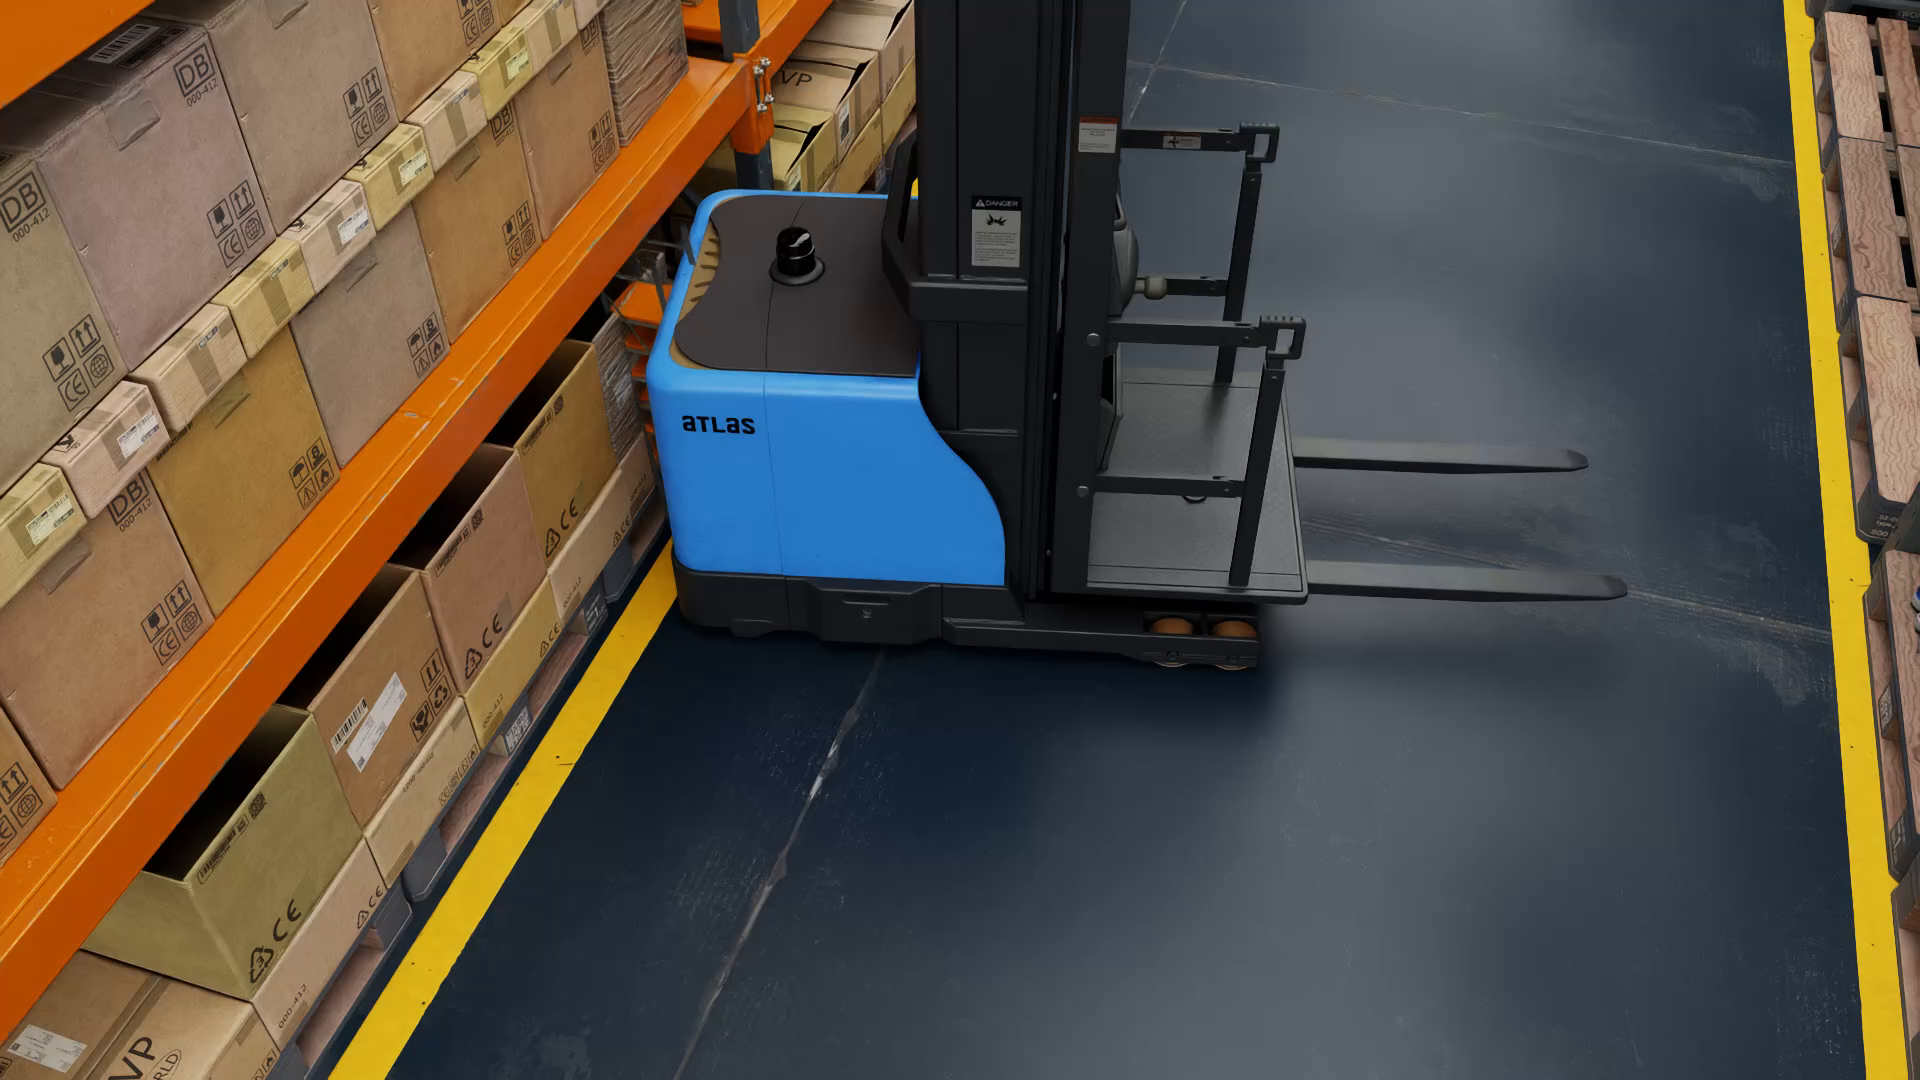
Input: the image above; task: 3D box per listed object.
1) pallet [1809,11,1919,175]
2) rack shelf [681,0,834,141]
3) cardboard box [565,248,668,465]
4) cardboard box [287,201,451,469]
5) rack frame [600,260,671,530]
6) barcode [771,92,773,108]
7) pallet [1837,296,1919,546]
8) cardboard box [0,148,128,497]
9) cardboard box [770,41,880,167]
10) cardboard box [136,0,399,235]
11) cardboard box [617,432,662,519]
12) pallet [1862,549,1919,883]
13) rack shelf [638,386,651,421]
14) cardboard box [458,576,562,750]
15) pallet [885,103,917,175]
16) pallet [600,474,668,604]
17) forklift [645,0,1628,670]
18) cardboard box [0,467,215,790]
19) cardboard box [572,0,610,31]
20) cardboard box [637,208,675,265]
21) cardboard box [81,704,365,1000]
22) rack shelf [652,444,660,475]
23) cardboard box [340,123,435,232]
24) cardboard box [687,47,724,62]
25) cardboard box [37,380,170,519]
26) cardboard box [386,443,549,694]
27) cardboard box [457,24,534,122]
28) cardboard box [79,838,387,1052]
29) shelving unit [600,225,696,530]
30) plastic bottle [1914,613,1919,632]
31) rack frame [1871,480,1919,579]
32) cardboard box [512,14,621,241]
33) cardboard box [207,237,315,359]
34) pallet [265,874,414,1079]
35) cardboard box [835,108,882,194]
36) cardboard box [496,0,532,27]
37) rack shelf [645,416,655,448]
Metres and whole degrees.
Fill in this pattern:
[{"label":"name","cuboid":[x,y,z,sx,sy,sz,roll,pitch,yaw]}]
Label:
[{"label":"pallet","cuboid":[4.496,-1.992,7.635,1.003,0.211,1.213,13,46,13]},{"label":"rack shelf","cuboid":[-0.558,-2.959,7.143,1.077,0.370,4.000,13,46,13]},{"label":"cardboard box","cuboid":[-1.258,-0.632,5.381,0.500,0.500,0.500,13,46,13]},{"label":"cardboard box","cuboid":[-1.755,-0.593,4.140,0.700,0.500,0.500,14,46,14]},{"label":"rack frame","cuboid":[-0.950,-0.423,5.329,0.240,1.200,0.006,14,49,19]},{"label":"barcode","cuboid":[-0.689,-1.572,5.998,0.001,0.075,0.075,13,46,13]},{"label":"pallet","cuboid":[3.757,-0.366,5.973,1.003,0.211,1.213,13,46,13]},{"label":"cardboard box","cuboid":[-2.051,-0.411,3.027,0.700,0.500,0.500,11,46,11]},{"label":"cardboard box","cuboid":[-0.644,-1.806,6.715,0.500,0.311,0.500,12,46,12]},{"label":"cardboard box","cuboid":[-1.747,-1.081,3.711,0.700,0.500,0.500,13,46,13]},{"label":"cardboard box","cuboid":[-1.256,-0.363,5.642,0.500,0.250,0.500,13,46,13]},{"label":"pallet","cuboid":[3.313,0.604,4.981,1.003,0.211,1.213,13,46,13]},{"label":"rack shelf","cuboid":[-0.910,-0.454,5.417,0.258,0.103,0.180,14,49,19]},{"label":"cardboard box","cuboid":[-1.544,0.306,4.958,0.500,0.250,0.500,13,46,13]},{"label":"pallet","cuboid":[-0.610,-2.201,7.849,1.003,0.211,1.213,13,46,13]},{"label":"pallet","cuboid":[-1.444,-0.365,5.972,1.003,0.211,1.213,13,46,13]},{"label":"forklift","cuboid":[0.623,-1.018,4.695,3.031,2.935,1.130,3,44,3]},{"label":"cardboard box","cuboid":[-2.067,0.088,3.444,0.700,0.500,0.500,14,46,14]},{"label":"cardboard box","cuboid":[-1.195,-1.584,4.689,0.380,0.149,0.250,11,46,11]},{"label":"cardboard box","cuboid":[-1.314,-1.388,6.689,0.500,0.250,0.500,12,46,12]},{"label":"cardboard box","cuboid":[-1.851,0.704,4.015,0.500,0.500,0.500,13,46,13]},{"label":"rack shelf","cuboid":[-0.889,-0.287,5.588,0.258,0.103,0.180,14,49,19]},{"label":"cardboard box","cuboid":[-1.505,-0.900,3.990,0.380,0.149,0.250,14,46,14]},{"label":"cardboard box","cuboid":[-1.162,-1.929,6.842,0.500,0.311,0.500,14,46,14]},{"label":"cardboard box","cuboid":[-1.818,-0.210,3.285,0.380,0.149,0.250,12,46,12]},{"label":"cardboard box","cuboid":[-1.543,0.039,4.695,0.500,0.500,0.500,13,46,13]},{"label":"cardboard box","cuboid":[-1.351,-1.246,4.343,0.380,0.149,0.250,12,46,12]},{"label":"cardboard box","cuboid":[-1.852,0.972,4.278,0.500,0.250,0.500,13,46,13]},{"label":"shelving unit","cuboid":[-0.914,-0.485,5.385,0.258,1.200,0.189,14,49,19]},{"label":"plastic bottle","cuboid":[3.011,0.199,5.088,0.097,0.201,0.097,0,44,0]},{"label":"rack frame","cuboid":[3.556,-0.831,4.455,1.000,3.000,0.127,13,46,13]},{"label":"cardboard box","cuboid":[-1.445,-1.268,4.830,0.700,0.500,0.500,12,46,12]},{"label":"cardboard box","cuboid":[-1.662,-0.559,3.641,0.380,0.149,0.250,12,46,12]},{"label":"pallet","cuboid":[-2.183,1.262,4.310,1.003,0.211,1.213,13,46,13]},{"label":"cardboard box","cuboid":[-0.649,-1.607,6.913,0.500,0.250,0.500,14,46,14]},{"label":"cardboard box","cuboid":[-1.443,-1.748,4.392,0.700,0.500,0.500,12,46,12]},{"label":"rack shelf","cuboid":[-0.900,-0.371,5.503,0.258,0.103,0.180,14,49,19]}]
